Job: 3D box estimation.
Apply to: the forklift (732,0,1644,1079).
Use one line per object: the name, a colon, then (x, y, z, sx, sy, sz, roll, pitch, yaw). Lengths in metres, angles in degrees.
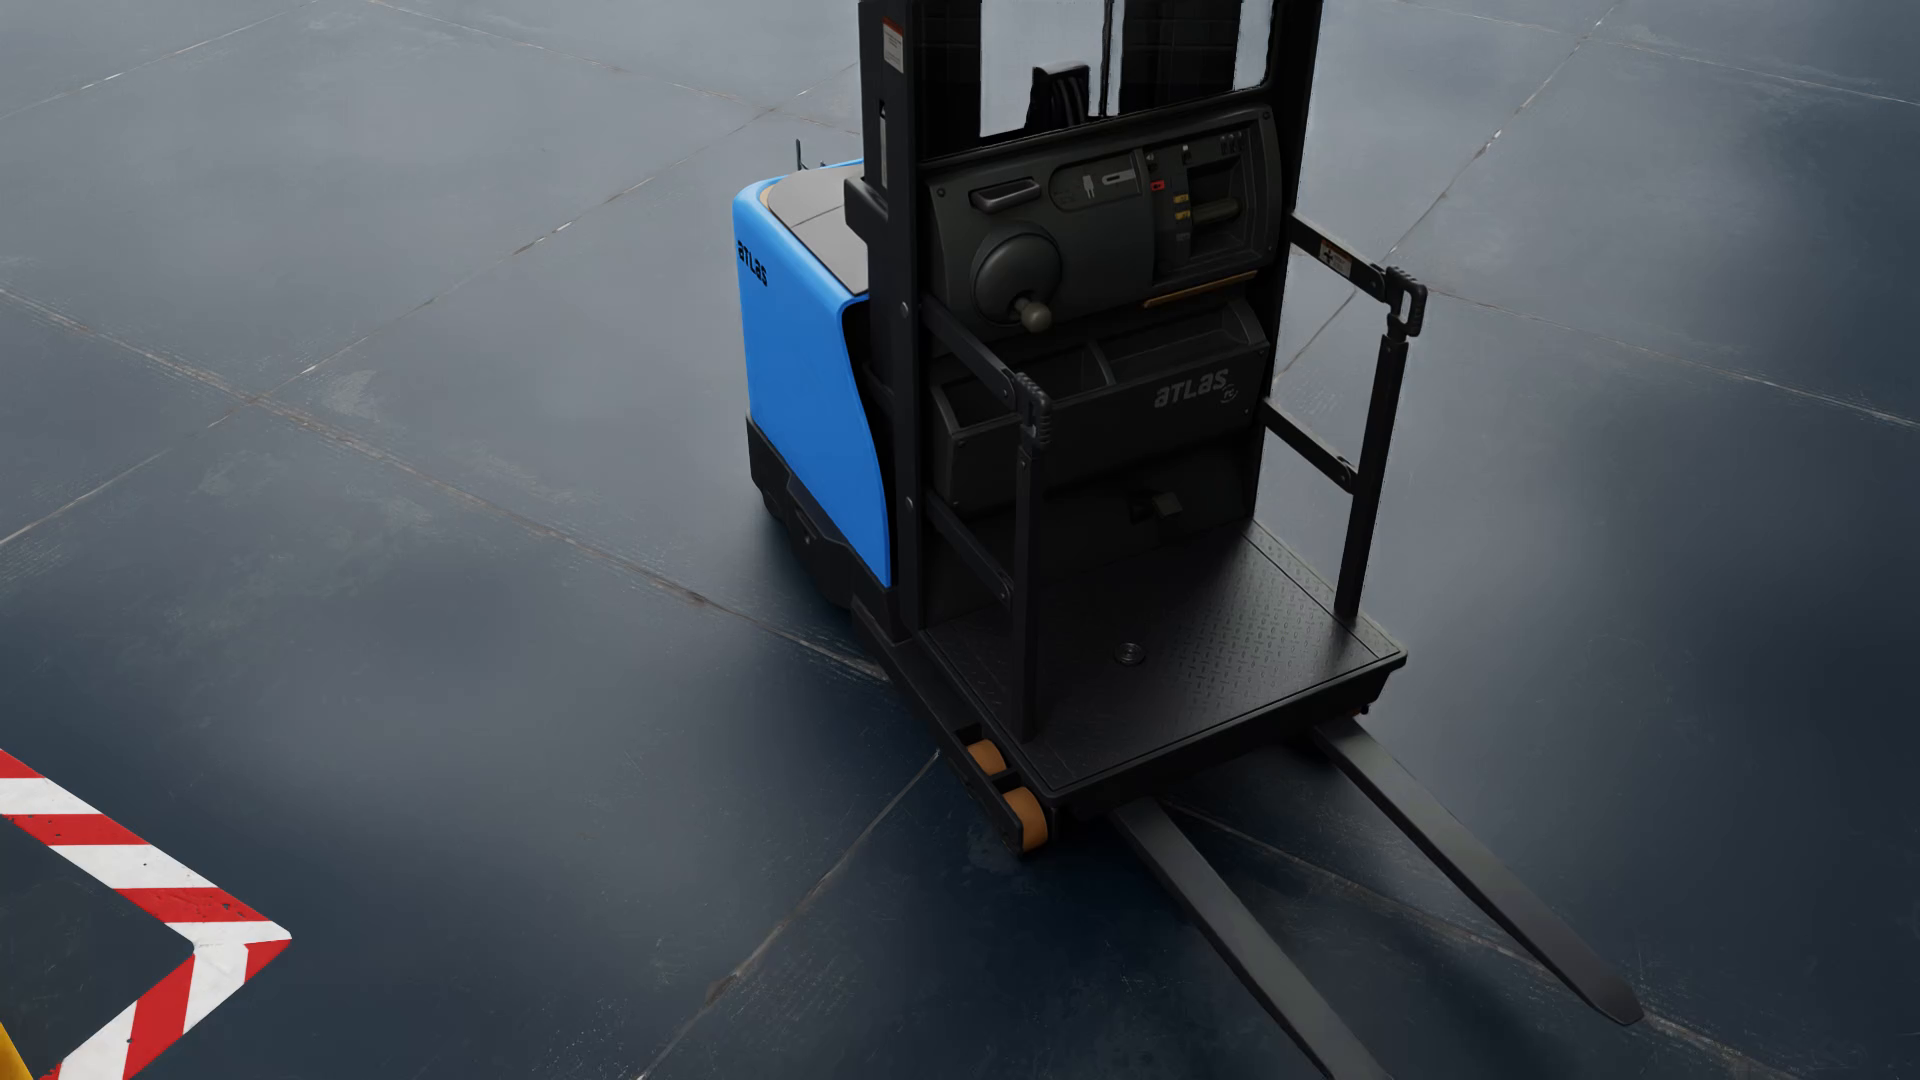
forklift: (0.461, -0.684, 3.737, 1.130, 2.935, 3.031, -18, 41, -22)

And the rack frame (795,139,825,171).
rack frame: (-0.457, -0.771, 5.390, 0.008, 1.050, 0.200, -19, 41, -23)

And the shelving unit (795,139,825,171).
shelving unit: (-0.350, -0.807, 5.437, 0.252, 1.050, 0.215, -19, 41, -23)
